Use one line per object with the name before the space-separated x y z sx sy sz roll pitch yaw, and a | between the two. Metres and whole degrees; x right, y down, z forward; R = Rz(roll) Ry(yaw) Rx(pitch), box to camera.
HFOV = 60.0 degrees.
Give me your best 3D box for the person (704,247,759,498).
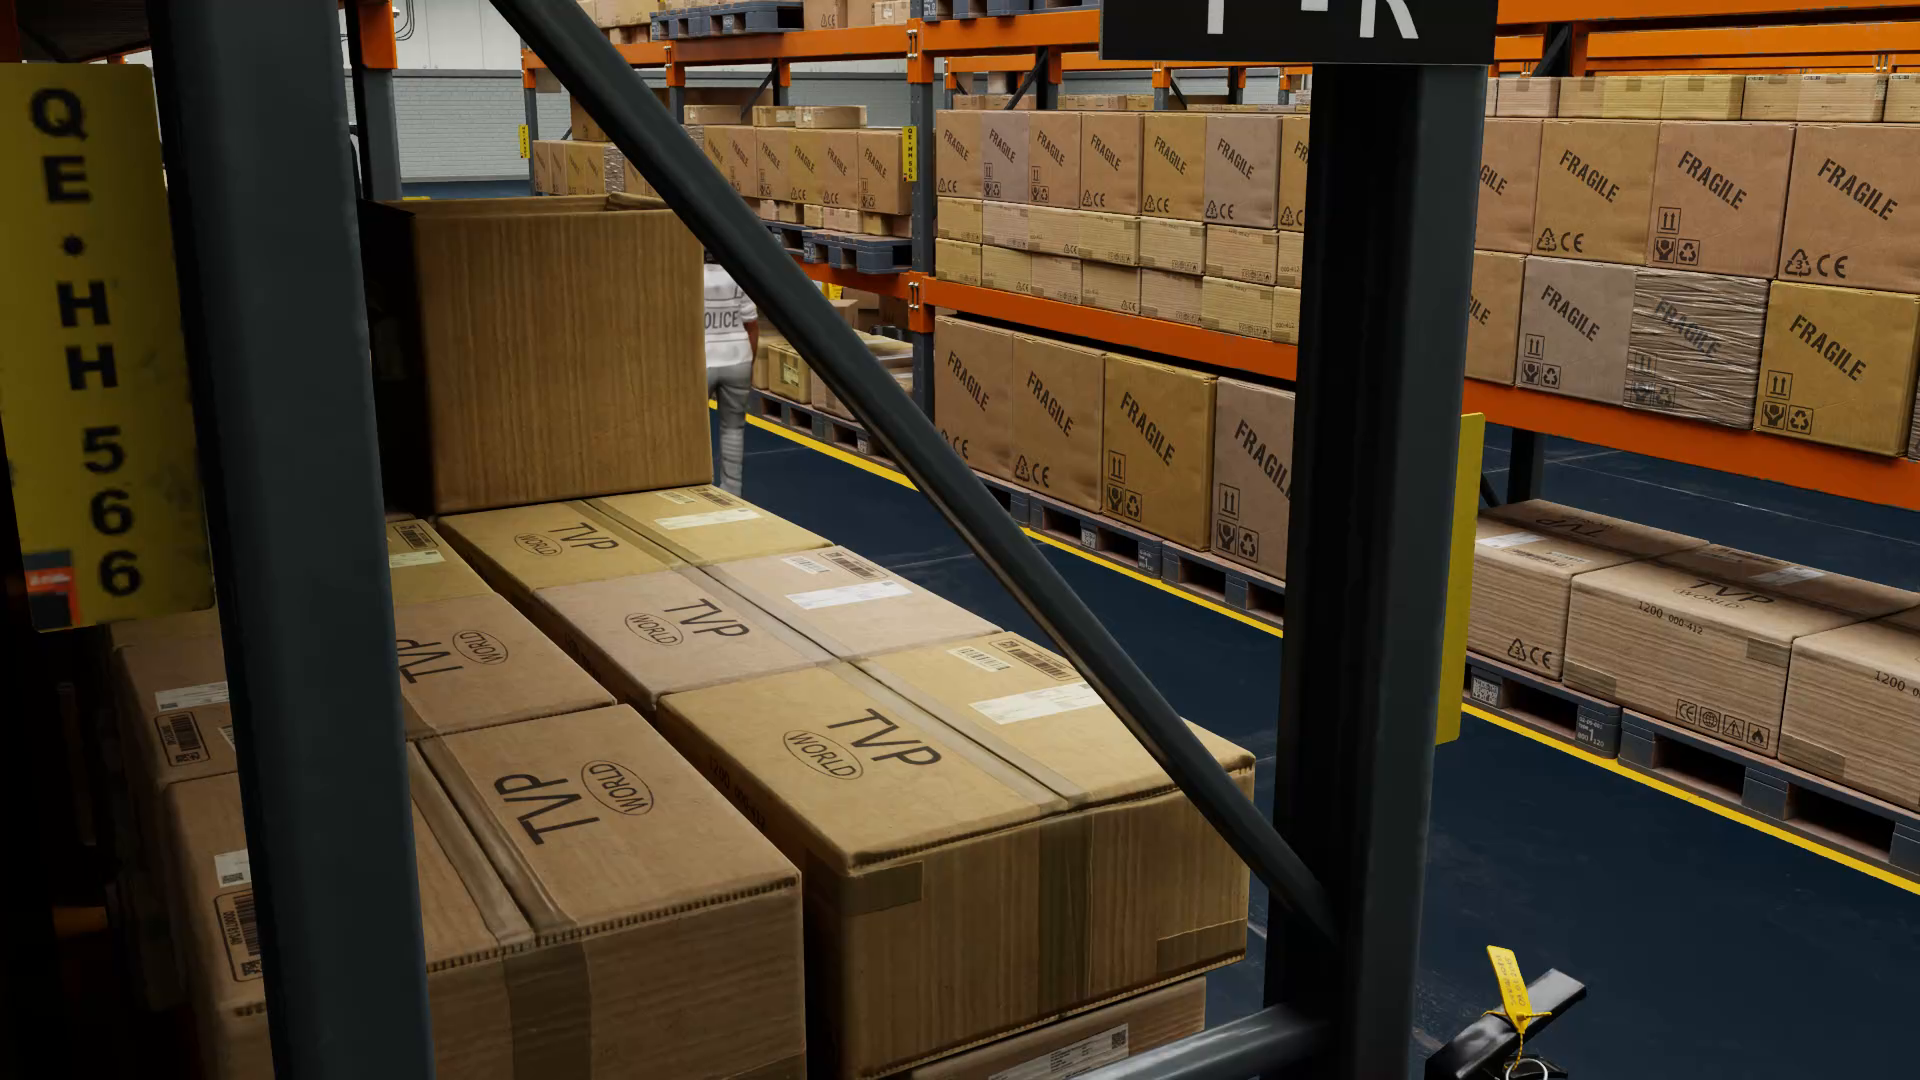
person | -1.416 -0.955 9.618 0.512 1.726 0.491 -4 15 -15
